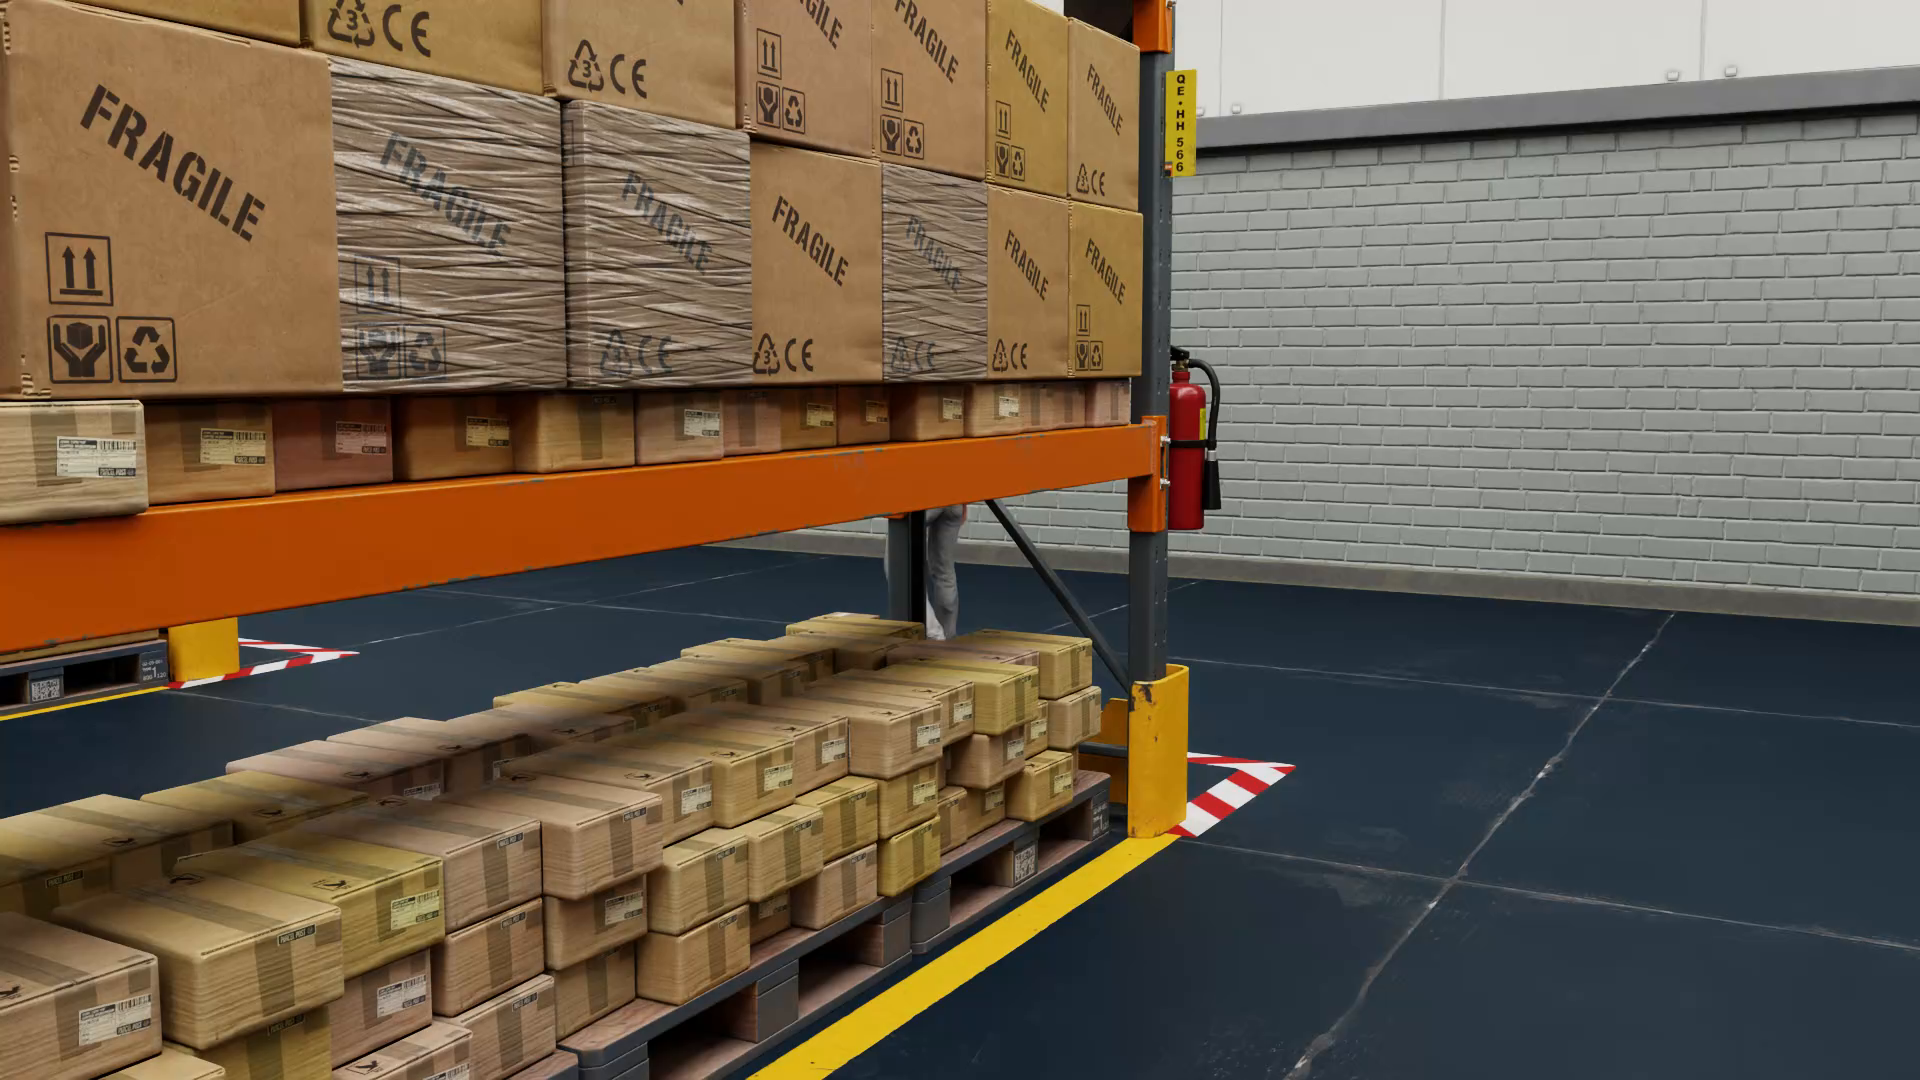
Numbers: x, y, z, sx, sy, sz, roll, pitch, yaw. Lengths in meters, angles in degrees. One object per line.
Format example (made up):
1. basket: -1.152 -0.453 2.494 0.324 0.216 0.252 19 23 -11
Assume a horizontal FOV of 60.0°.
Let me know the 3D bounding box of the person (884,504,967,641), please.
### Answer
1. person: -0.137 -0.165 7.898 0.521 1.599 0.411 -6 9 -44
